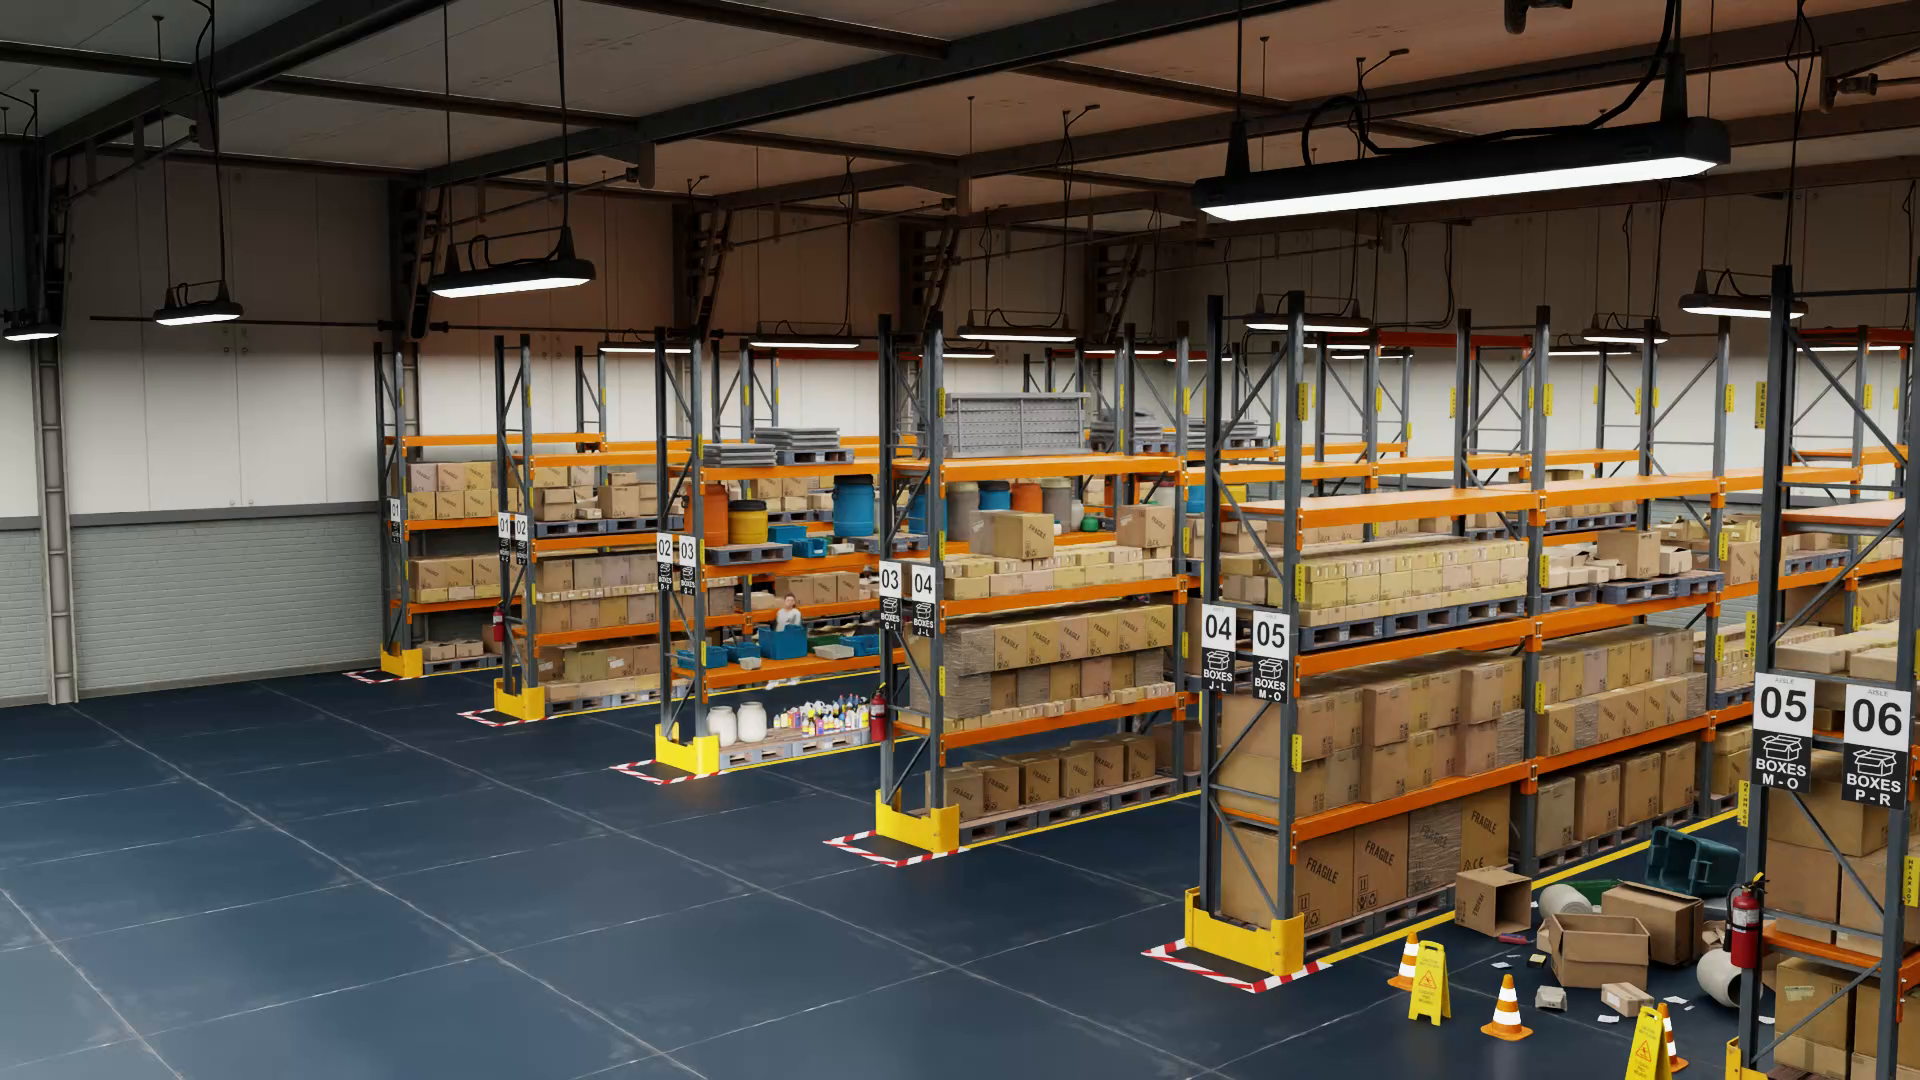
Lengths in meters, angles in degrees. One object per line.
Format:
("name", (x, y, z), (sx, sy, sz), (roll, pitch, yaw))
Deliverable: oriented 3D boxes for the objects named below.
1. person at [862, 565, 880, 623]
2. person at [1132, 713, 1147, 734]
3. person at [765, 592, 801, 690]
("person", (-1.746, 1.281, 33.926), (0.736, 1.605, 0.528), (-3, 6, -29))
("person", (2.537, 2.162, 23.395), (0.526, 1.784, 0.607), (4, 7, 39))
("person", (-2.893, 1.653, 27.284), (0.472, 1.545, 0.759), (2, 5, 17))
